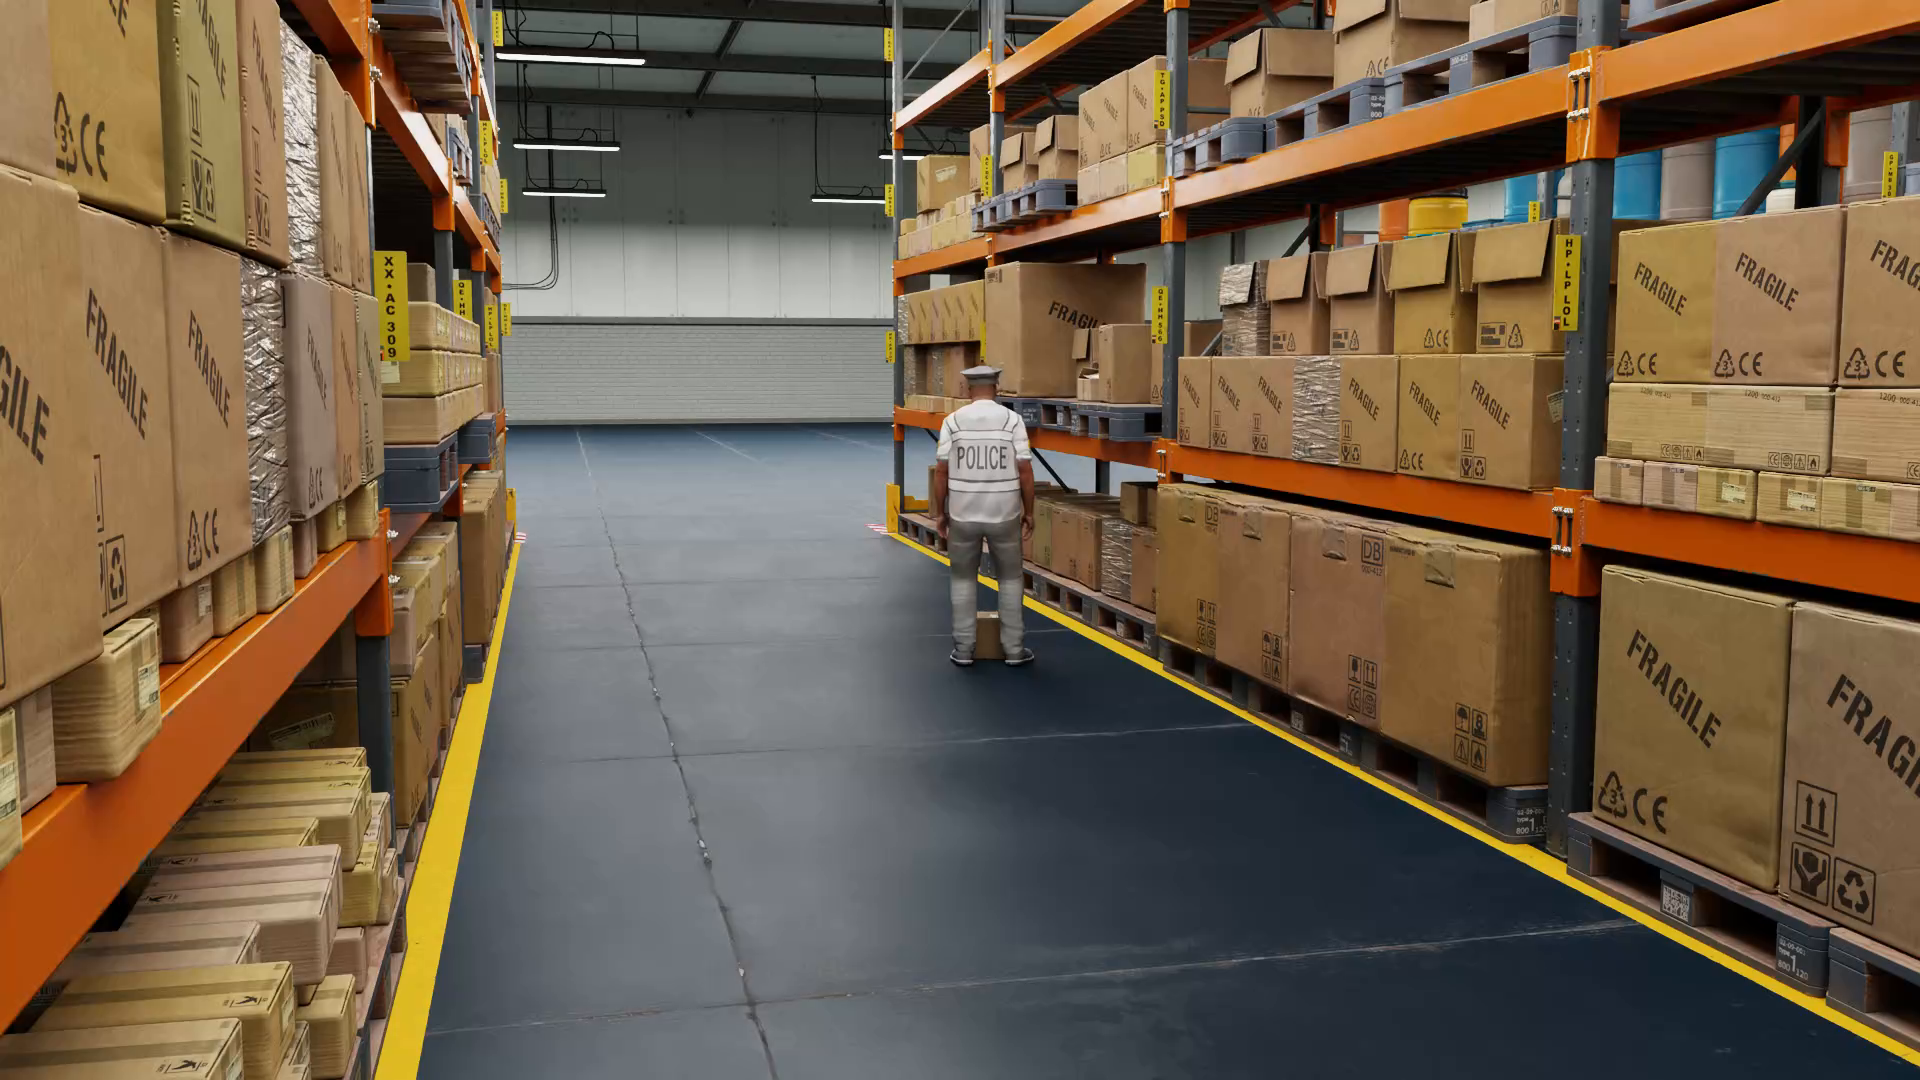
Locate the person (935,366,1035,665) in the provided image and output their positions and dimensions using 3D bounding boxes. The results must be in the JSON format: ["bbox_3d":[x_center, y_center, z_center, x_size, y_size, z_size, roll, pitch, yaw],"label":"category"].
[{"bbox_3d":[0.145,-0.141,9.734,0.585,1.749,0.435,1,6,5],"label":"person"}]
